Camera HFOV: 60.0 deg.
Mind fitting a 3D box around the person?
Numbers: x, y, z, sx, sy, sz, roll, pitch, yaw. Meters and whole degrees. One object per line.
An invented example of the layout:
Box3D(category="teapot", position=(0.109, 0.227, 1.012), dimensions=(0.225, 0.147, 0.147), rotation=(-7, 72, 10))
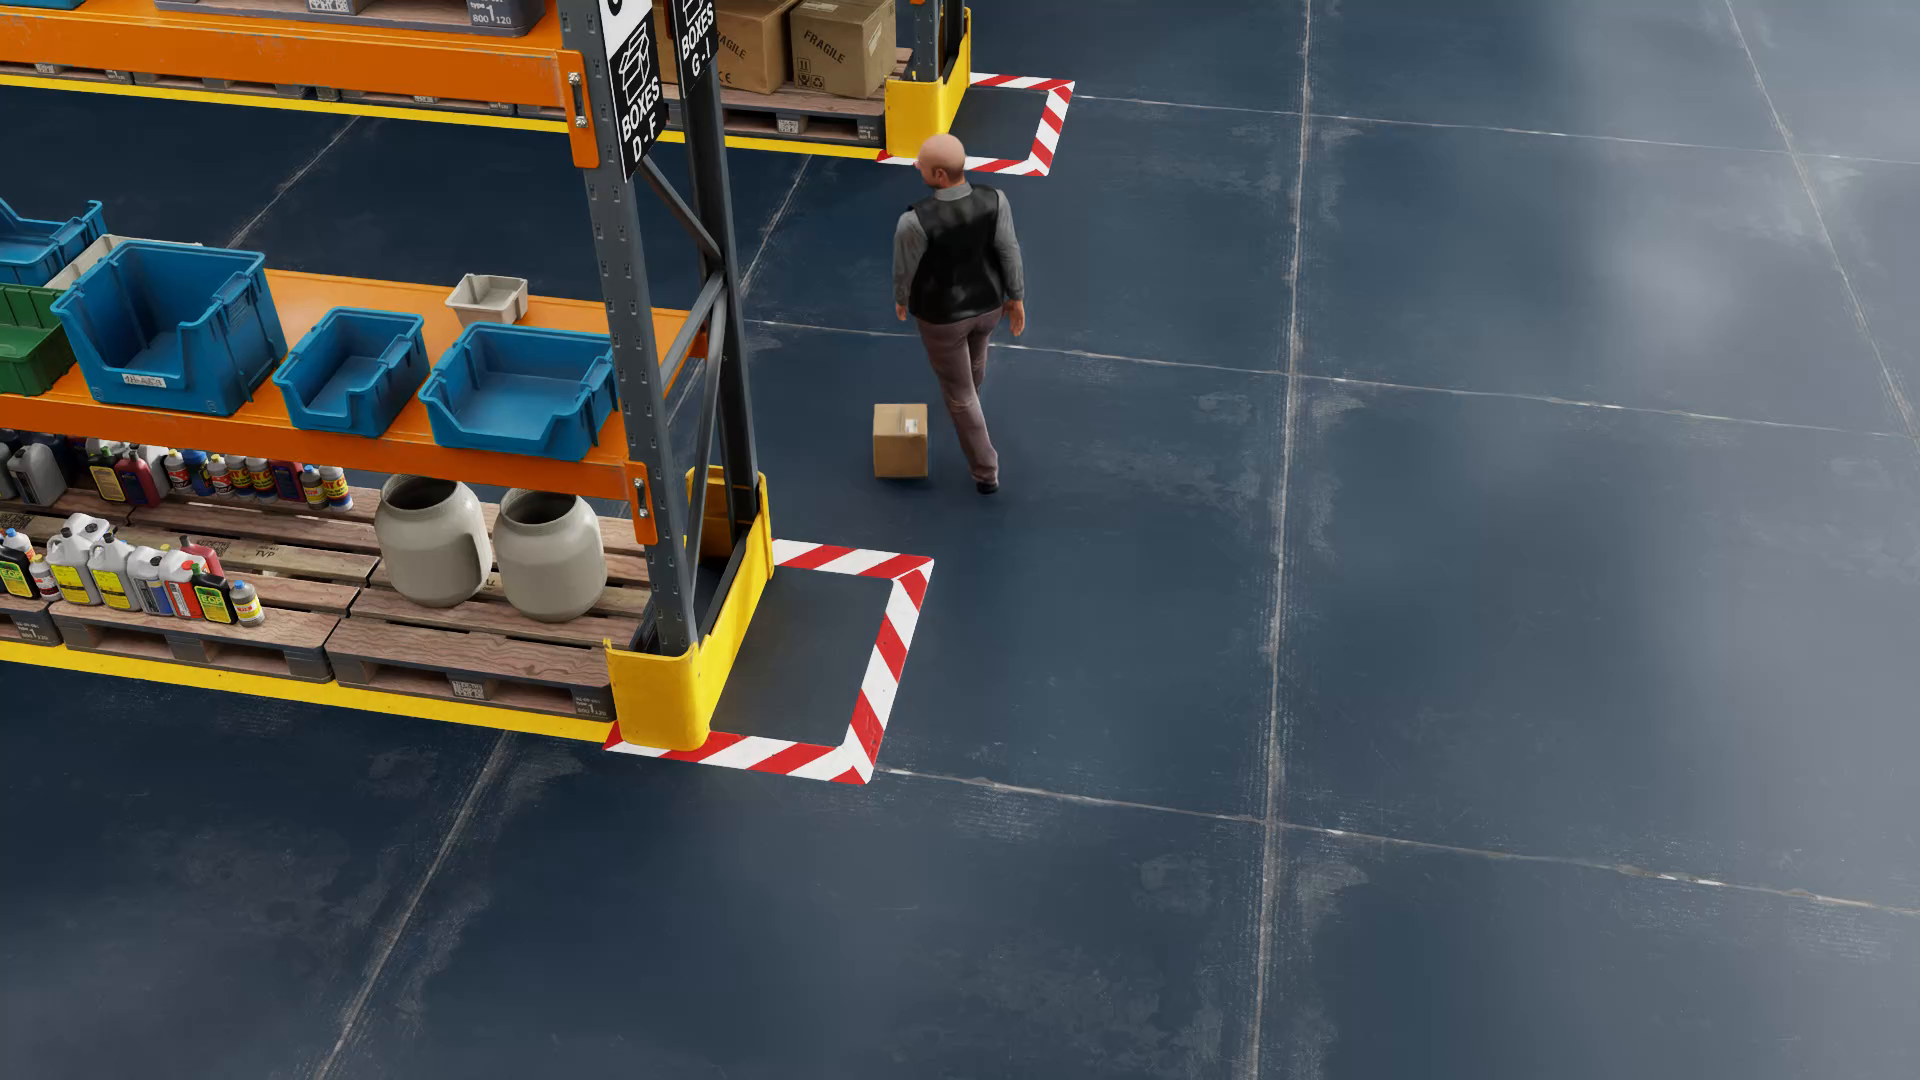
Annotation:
Box3D(category="person", position=(-0.057, -1.080, 7.441), dimensions=(0.575, 1.667, 0.913), rotation=(-19, 44, -21))
